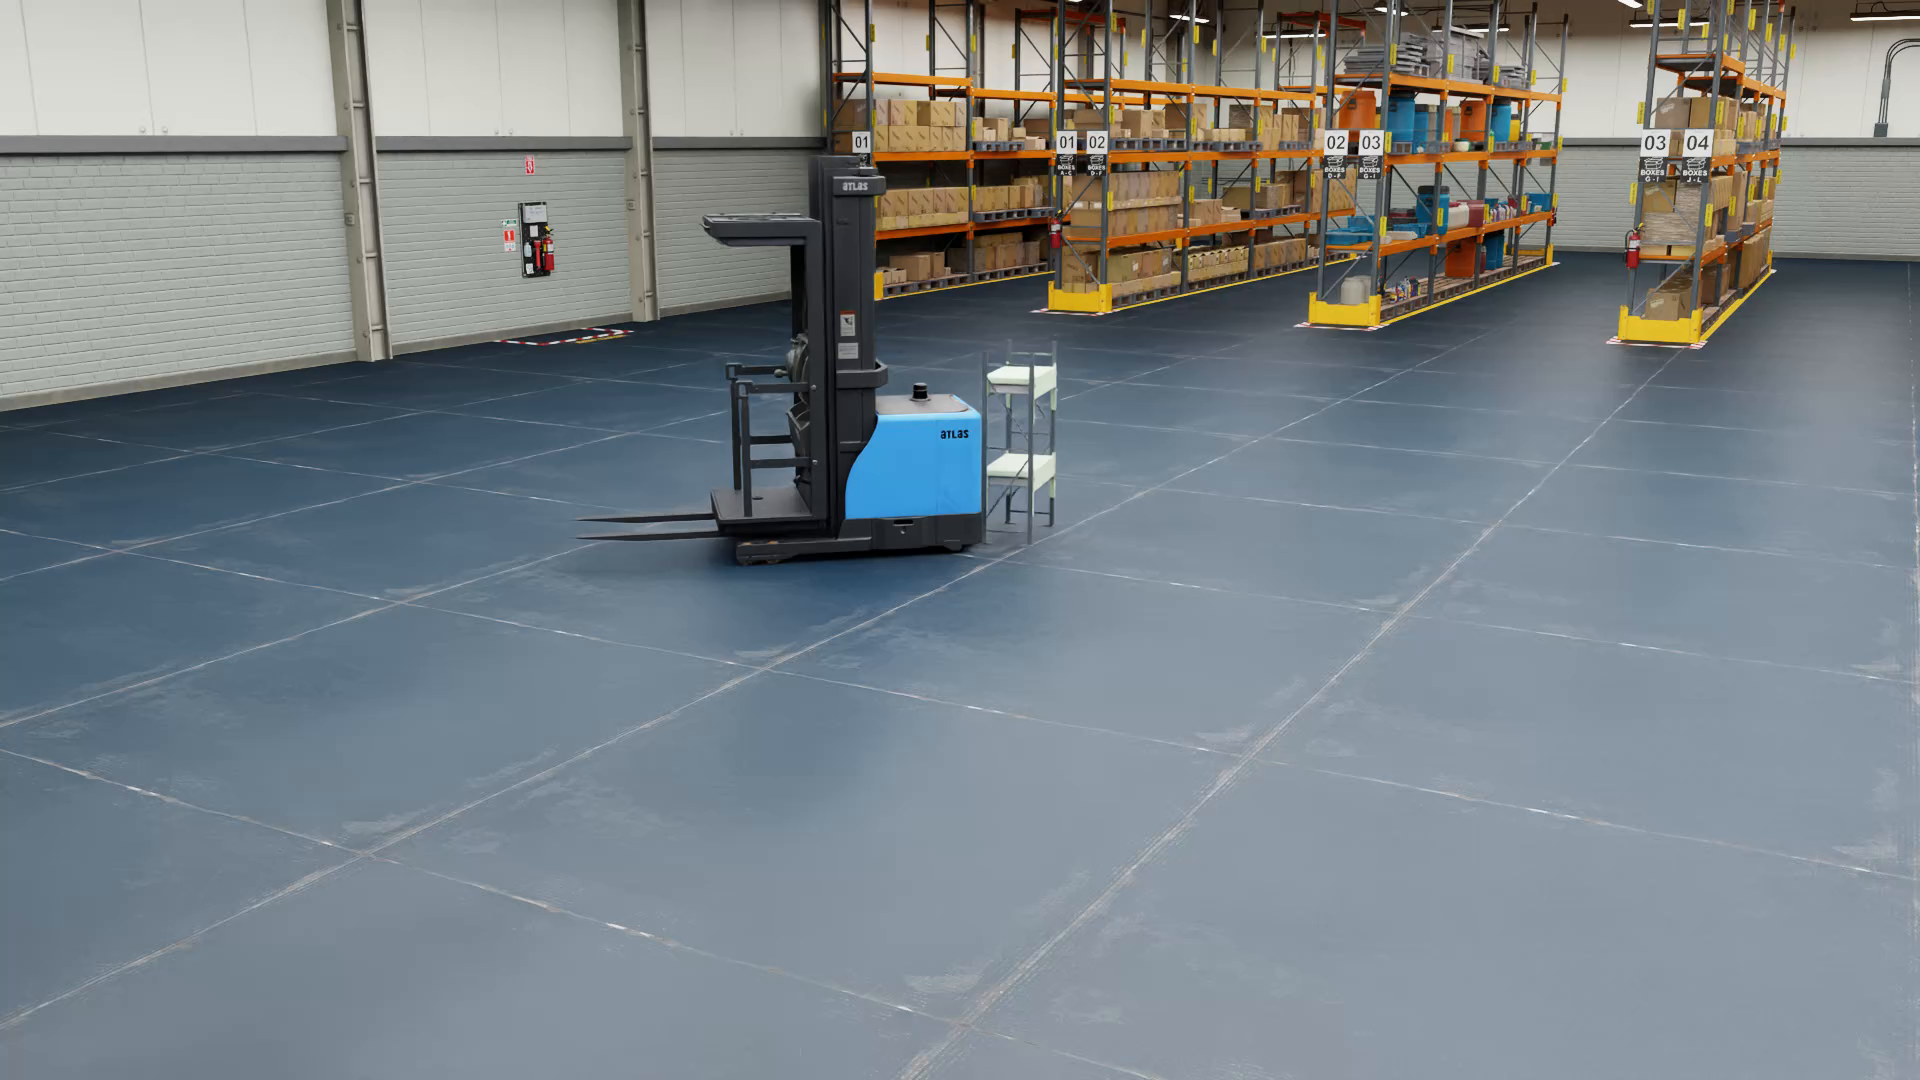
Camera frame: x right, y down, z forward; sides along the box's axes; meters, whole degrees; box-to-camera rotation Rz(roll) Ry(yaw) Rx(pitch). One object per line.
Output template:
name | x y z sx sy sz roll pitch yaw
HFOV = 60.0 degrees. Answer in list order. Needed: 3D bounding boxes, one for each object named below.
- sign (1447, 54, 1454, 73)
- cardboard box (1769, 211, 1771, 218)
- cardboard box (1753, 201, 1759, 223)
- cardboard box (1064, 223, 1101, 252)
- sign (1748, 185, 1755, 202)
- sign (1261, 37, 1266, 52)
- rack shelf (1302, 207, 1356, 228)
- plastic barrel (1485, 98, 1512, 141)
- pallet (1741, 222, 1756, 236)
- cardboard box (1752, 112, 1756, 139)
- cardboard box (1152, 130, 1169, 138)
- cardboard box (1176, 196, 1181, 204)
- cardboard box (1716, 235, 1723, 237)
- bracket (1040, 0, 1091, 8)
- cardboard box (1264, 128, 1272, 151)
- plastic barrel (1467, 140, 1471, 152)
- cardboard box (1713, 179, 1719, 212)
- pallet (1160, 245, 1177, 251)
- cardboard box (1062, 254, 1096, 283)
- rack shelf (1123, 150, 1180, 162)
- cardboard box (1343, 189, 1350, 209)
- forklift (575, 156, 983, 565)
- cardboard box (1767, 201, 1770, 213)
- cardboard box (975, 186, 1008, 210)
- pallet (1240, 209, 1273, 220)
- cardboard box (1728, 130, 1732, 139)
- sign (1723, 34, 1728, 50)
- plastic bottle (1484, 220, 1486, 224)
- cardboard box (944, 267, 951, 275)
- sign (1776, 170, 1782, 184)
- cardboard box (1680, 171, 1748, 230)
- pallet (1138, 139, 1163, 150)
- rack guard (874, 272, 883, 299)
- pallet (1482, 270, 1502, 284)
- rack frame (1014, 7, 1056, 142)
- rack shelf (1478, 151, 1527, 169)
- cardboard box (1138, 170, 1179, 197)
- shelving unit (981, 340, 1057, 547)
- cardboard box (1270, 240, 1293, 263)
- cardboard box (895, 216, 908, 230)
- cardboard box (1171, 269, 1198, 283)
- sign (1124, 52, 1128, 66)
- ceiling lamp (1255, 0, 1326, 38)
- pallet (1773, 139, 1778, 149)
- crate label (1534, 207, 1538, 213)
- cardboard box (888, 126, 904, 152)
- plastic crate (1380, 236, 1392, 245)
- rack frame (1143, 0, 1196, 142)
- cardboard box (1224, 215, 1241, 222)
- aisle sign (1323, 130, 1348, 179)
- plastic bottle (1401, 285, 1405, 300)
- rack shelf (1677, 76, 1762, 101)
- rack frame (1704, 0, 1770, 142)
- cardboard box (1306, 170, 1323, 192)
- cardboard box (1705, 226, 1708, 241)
sign | 8.957 -8.701 30.370 0.100 0.325 0.005 7 15 28
cardboard box | 18.365 -7.463 38.124 0.380 0.149 0.250 8 16 29
cardboard box | 16.205 -6.744 34.393 0.500 0.500 0.500 7 15 27
cardboard box | 3.048 -7.543 41.611 0.750 0.750 0.750 8 16 30
sign | 15.229 -6.675 32.019 0.100 0.325 0.005 7 15 28
sign | 6.567 -10.719 35.963 0.100 0.325 0.005 7 15 28
rack shelf | 8.980 -8.215 42.242 1.077 0.370 4.000 7 15 28
plastic barrel | 11.657 -9.131 36.141 0.600 0.901 0.708 7 15 28
pallet | 14.499 -5.959 31.759 1.213 0.211 1.003 7 15 28
cardboard box | 14.738 -7.834 31.447 0.500 0.500 0.500 8 16 30
cardboard box | 3.802 -7.843 32.105 0.380 0.149 0.250 7 15 28
cardboard box | 4.202 -6.797 33.228 0.380 0.149 0.250 7 15 28
cardboard box | 12.840 -5.140 28.489 0.380 0.149 0.250 7 15 28
bracket | 2.113 -12.965 39.931 0.076 0.066 4.783 7 15 28
cardboard box | 6.508 -9.038 37.509 0.910 0.500 0.500 7 15 28
plastic barrel | 10.339 -8.098 34.153 0.294 0.245 0.294 0 14 0
cardboard box | 11.635 -5.432 26.183 0.500 0.500 0.500 7 15 28
pallet | 5.291 -8.007 45.794 1.003 0.211 1.213 7 15 28
cardboard box | 2.211 -5.068 31.025 0.500 0.500 0.500 7 15 28
rack shelf | 4.642 -10.233 44.215 1.077 0.370 4.000 7 15 28
cardboard box | 9.721 -8.794 42.896 0.500 0.500 0.500 8 15 29
forklift | -1.399 -1.375 12.481 3.031 2.935 1.130 -3 14 -12
cardboard box | 17.876 -7.478 37.337 0.500 0.250 0.500 7 15 28
cardboard box | 0.651 -7.689 37.373 0.700 0.500 0.500 10 17 36
pallet | 6.346 -7.387 37.684 1.213 0.211 1.003 7 15 28
cardboard box | 12.546 -6.704 27.510 0.380 0.149 0.250 7 15 26
sign | 16.210 -10.546 35.247 0.100 0.325 0.005 7 15 28
plastic bottle | 11.105 -6.829 35.209 0.061 0.283 0.133 7 15 28
cardboard box | -0.424 -5.796 35.783 0.380 0.166 0.250 5 15 21
sign | 19.086 -8.465 38.771 0.100 0.325 0.005 7 15 28
cardboard box | 13.323 -6.032 29.480 1.000 1.000 1.000 7 15 28
pallet | 3.166 -7.501 31.534 1.003 0.211 1.213 7 15 28
rack guard | -2.089 -5.053 32.926 1.175 0.500 0.348 7 15 28
pallet | 11.350 -5.832 36.772 1.003 0.211 1.213 7 15 28
rack frame | 1.742 -10.810 38.673 1.000 3.000 0.127 7 15 28
rack shelf | 11.381 -8.290 36.155 1.077 0.370 4.000 7 15 28
cardboard box | 3.937 -7.100 33.103 0.700 0.500 0.500 7 15 28
shelving unit | 0.466 -0.772 13.036 0.431 1.500 0.755 4 14 16
cardboard box | 7.537 -6.816 39.299 0.500 0.500 0.500 8 16 29
cardboard box | -1.373 -6.362 33.298 0.500 0.250 0.500 7 15 26
cardboard box | 4.558 -5.435 34.147 0.500 0.250 0.500 7 15 27
sign | 4.156 -12.064 41.714 0.100 0.325 0.005 7 15 28
ceiling lamp | 9.117 -15.554 45.895 2.000 3.185 0.800 7 15 28
pallet | 17.679 -8.862 37.181 1.003 0.211 1.213 7 15 28
crate label | 13.780 -8.008 40.285 0.396 0.136 0.243 7 15 28
cardboard box | -1.454 -7.915 32.810 0.500 0.500 0.500 9 16 32
plastic crate | 7.261 -5.149 28.554 0.298 0.136 0.250 7 15 28
rack frame | 4.146 -9.429 32.944 1.000 3.000 0.127 7 15 28
cardboard box | 5.887 -6.995 36.186 0.380 0.149 0.250 7 15 28
aisle sign | 6.252 -6.413 27.686 0.394 0.787 0.004 7 15 28
plastic bottle | 8.008 -4.487 30.126 0.097 0.271 0.097 0 14 0
rack shelf | 13.783 -8.172 30.119 1.077 0.370 4.000 7 15 28
rack frame | 14.750 -9.127 31.690 1.000 3.000 0.127 7 15 28
cardboard box | 8.737 -8.859 41.035 0.500 0.500 0.500 7 15 26
cardboard box | 11.589 -5.086 26.880 0.875 0.500 0.500 7 15 28
